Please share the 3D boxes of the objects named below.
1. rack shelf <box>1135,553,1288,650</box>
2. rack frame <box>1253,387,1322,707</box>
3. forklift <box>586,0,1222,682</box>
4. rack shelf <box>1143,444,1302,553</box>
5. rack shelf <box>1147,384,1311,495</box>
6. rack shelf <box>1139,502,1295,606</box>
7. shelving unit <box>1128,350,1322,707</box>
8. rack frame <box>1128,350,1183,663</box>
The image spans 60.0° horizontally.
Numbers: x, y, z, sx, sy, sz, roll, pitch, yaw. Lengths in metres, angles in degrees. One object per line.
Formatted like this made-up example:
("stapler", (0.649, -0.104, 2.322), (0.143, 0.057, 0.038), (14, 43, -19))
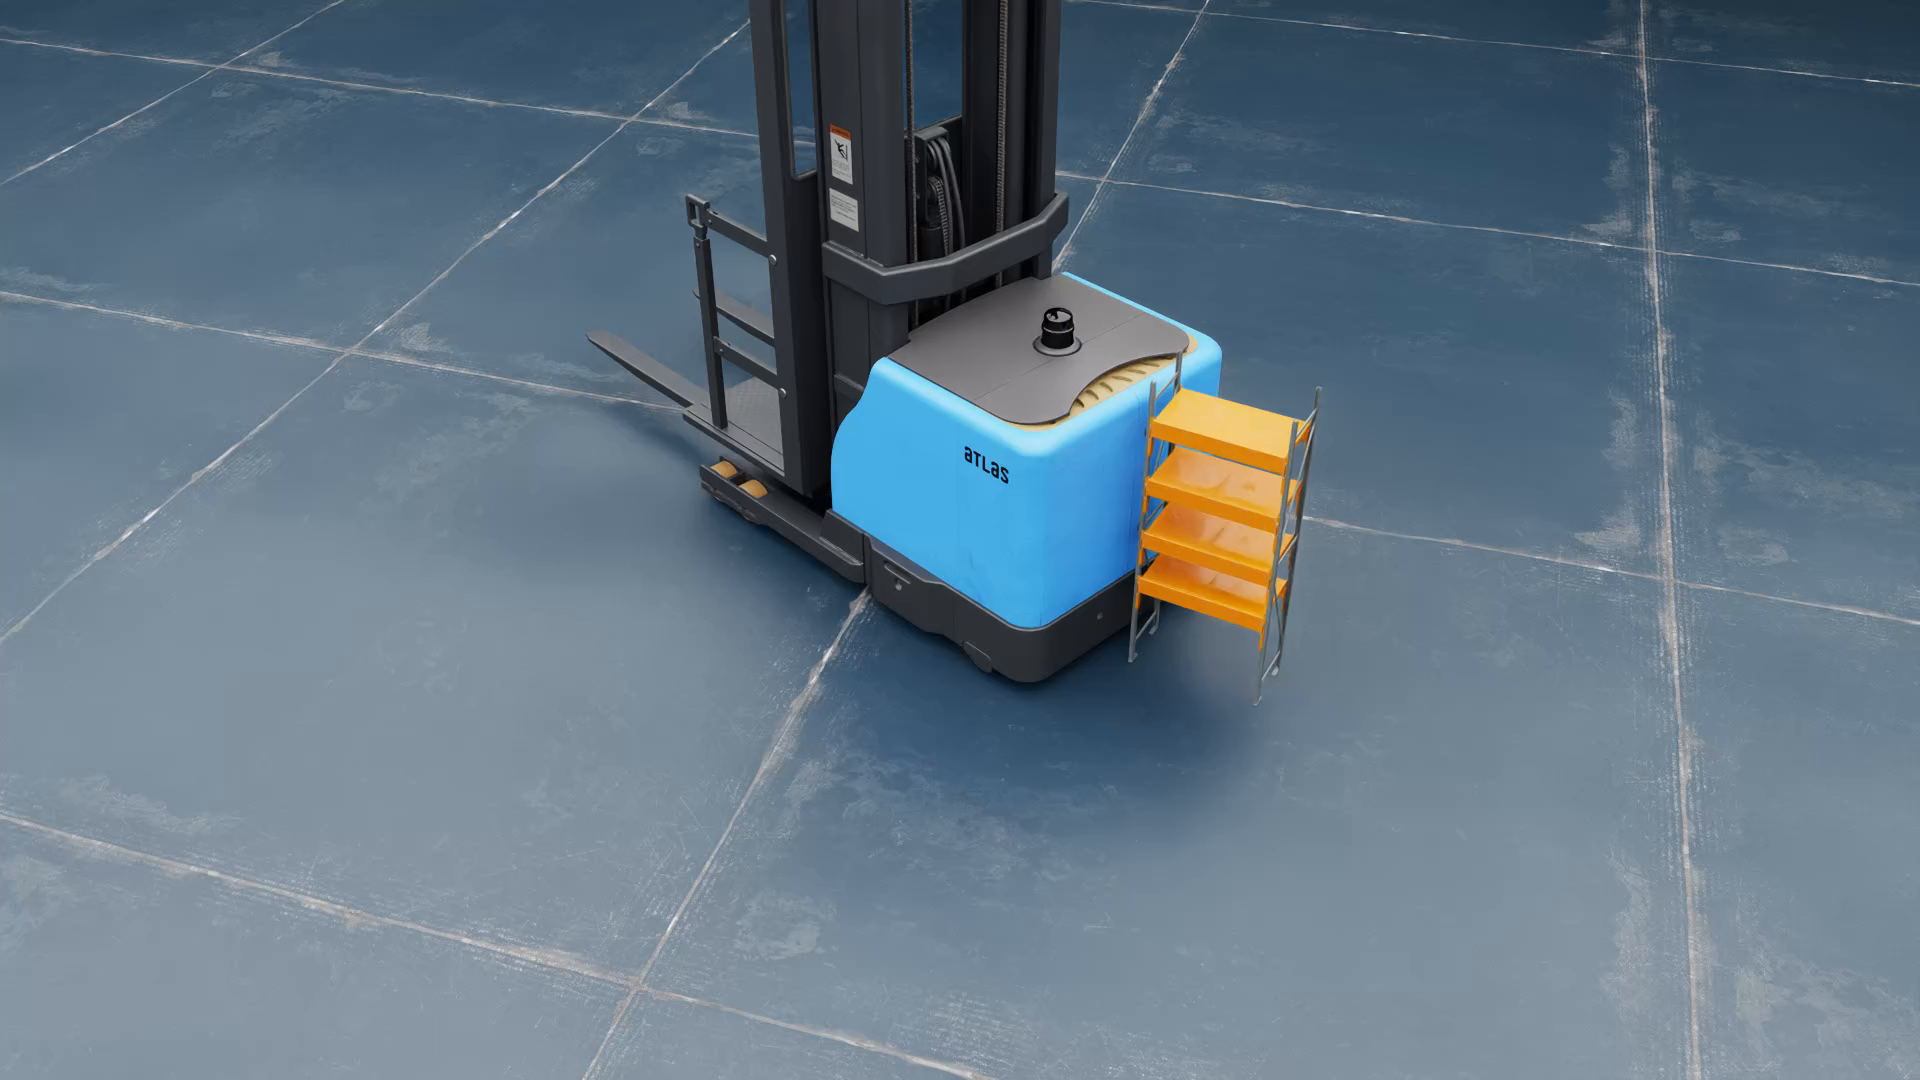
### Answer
("rack shelf", (0.899, 0.192, 5.926), (0.480, 0.148, 0.258), (18, 40, 23))
("rack frame", (1.112, 0.048, 5.672), (0.015, 1.200, 0.240), (18, 40, 23))
("forklift", (-0.436, -1.448, 6.245), (1.130, 2.935, 3.031), (-30, 46, -34))
("rack shelf", (0.899, -0.148, 5.675), (0.480, 0.148, 0.258), (18, 40, 23))
("rack shelf", (0.899, -0.339, 5.535), (0.480, 0.148, 0.258), (18, 40, 23))
("rack shelf", (0.899, 0.032, 5.808), (0.480, 0.148, 0.258), (18, 40, 23))
("shelving unit", (0.899, -0.022, 5.768), (0.503, 1.200, 0.258), (18, 40, 23))
("rack frame", (0.686, -0.093, 5.864), (0.015, 1.200, 0.240), (18, 40, 23))
